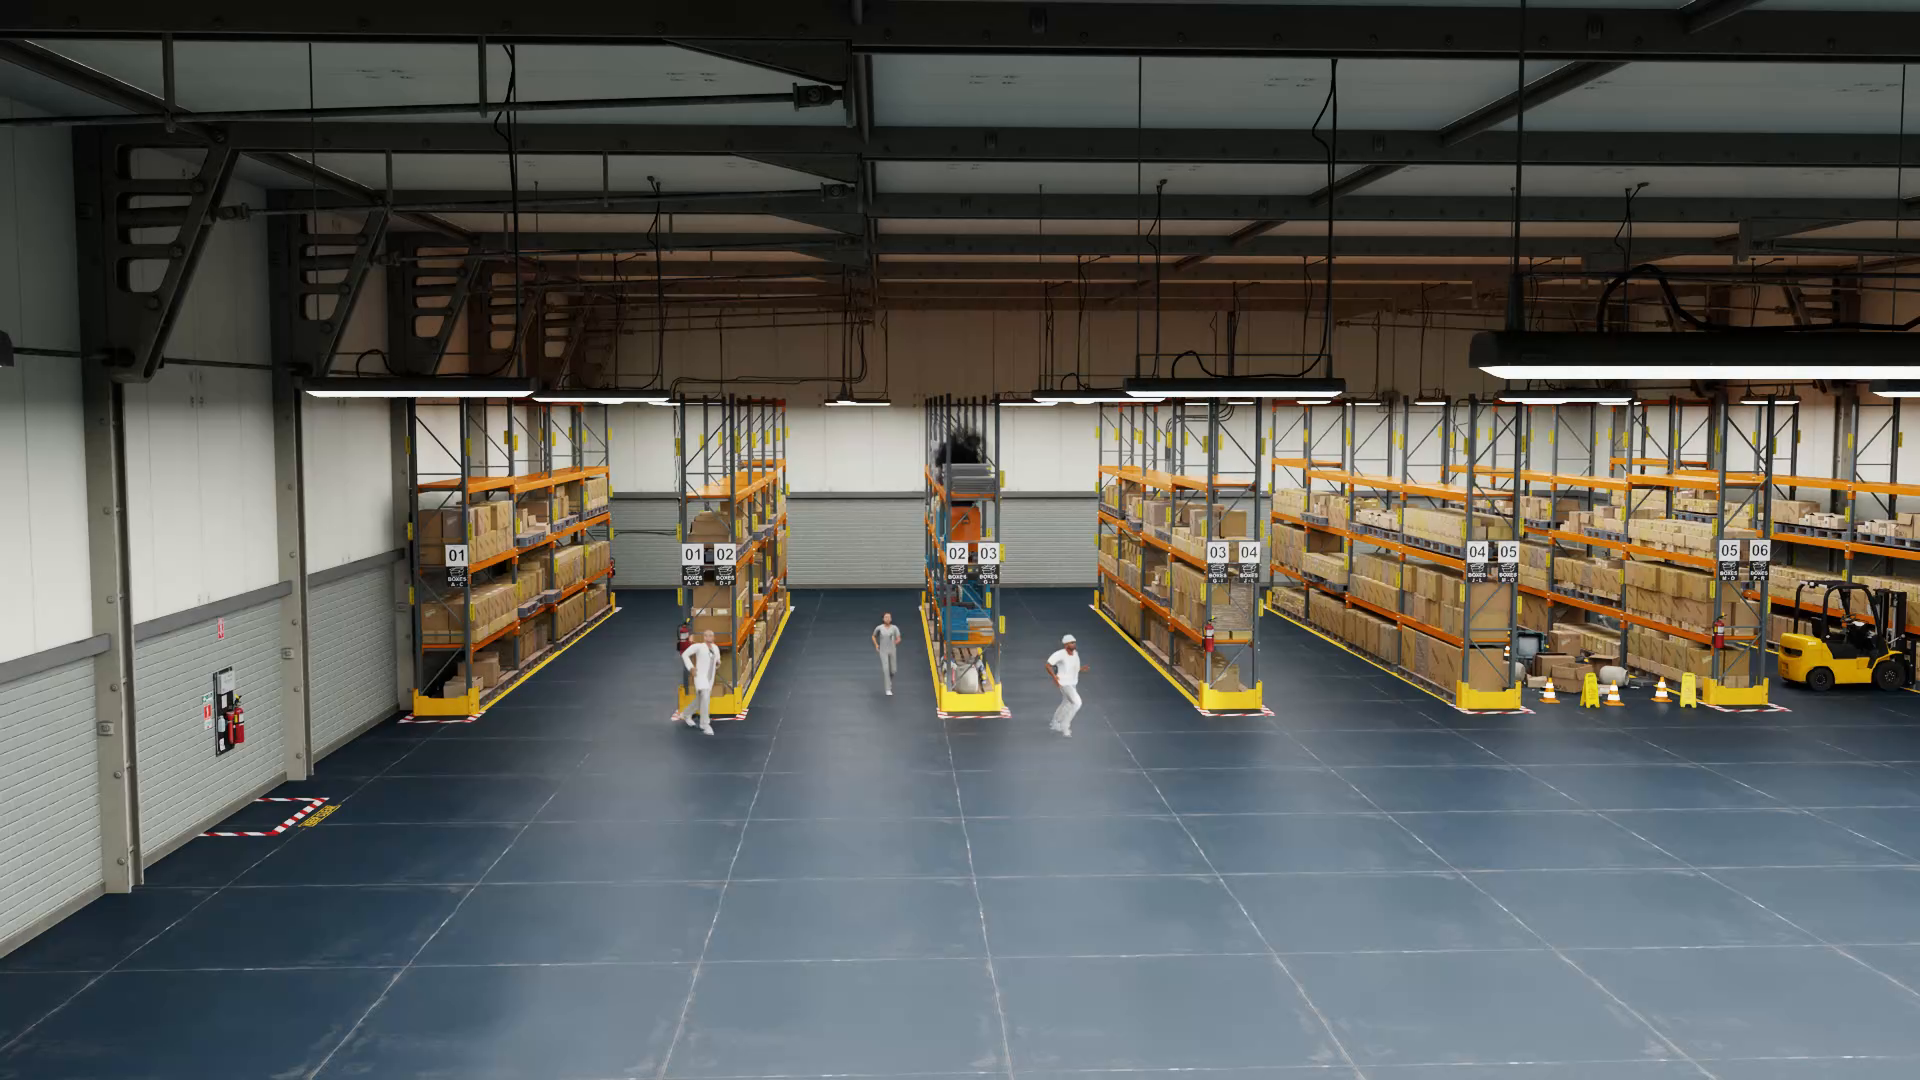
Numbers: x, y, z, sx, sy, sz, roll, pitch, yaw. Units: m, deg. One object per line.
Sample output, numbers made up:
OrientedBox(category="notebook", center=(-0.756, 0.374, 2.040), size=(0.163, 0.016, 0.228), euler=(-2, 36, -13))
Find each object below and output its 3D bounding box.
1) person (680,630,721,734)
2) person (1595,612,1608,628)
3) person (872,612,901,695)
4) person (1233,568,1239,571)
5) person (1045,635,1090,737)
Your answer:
OrientedBox(category="person", center=(-4.573, 2.509, 29.714), size=(0.973, 1.812, 0.732), euler=(3, 6, 36))
OrientedBox(category="person", center=(16.404, 1.445, 42.573), size=(0.655, 1.817, 0.910), euler=(-1, 5, -10))
OrientedBox(category="person", center=(-1.469, 2.259, 33.415), size=(0.577, 1.640, 0.859), euler=(-1, 5, -12))
OrientedBox(category="person", center=(7.691, 1.064, 48.169), size=(0.863, 1.729, 0.768), euler=(3, 5, 30))
OrientedBox(category="person", center=(1.917, 2.556, 29.173), size=(0.722, 1.803, 0.663), euler=(3, 5, 33))
